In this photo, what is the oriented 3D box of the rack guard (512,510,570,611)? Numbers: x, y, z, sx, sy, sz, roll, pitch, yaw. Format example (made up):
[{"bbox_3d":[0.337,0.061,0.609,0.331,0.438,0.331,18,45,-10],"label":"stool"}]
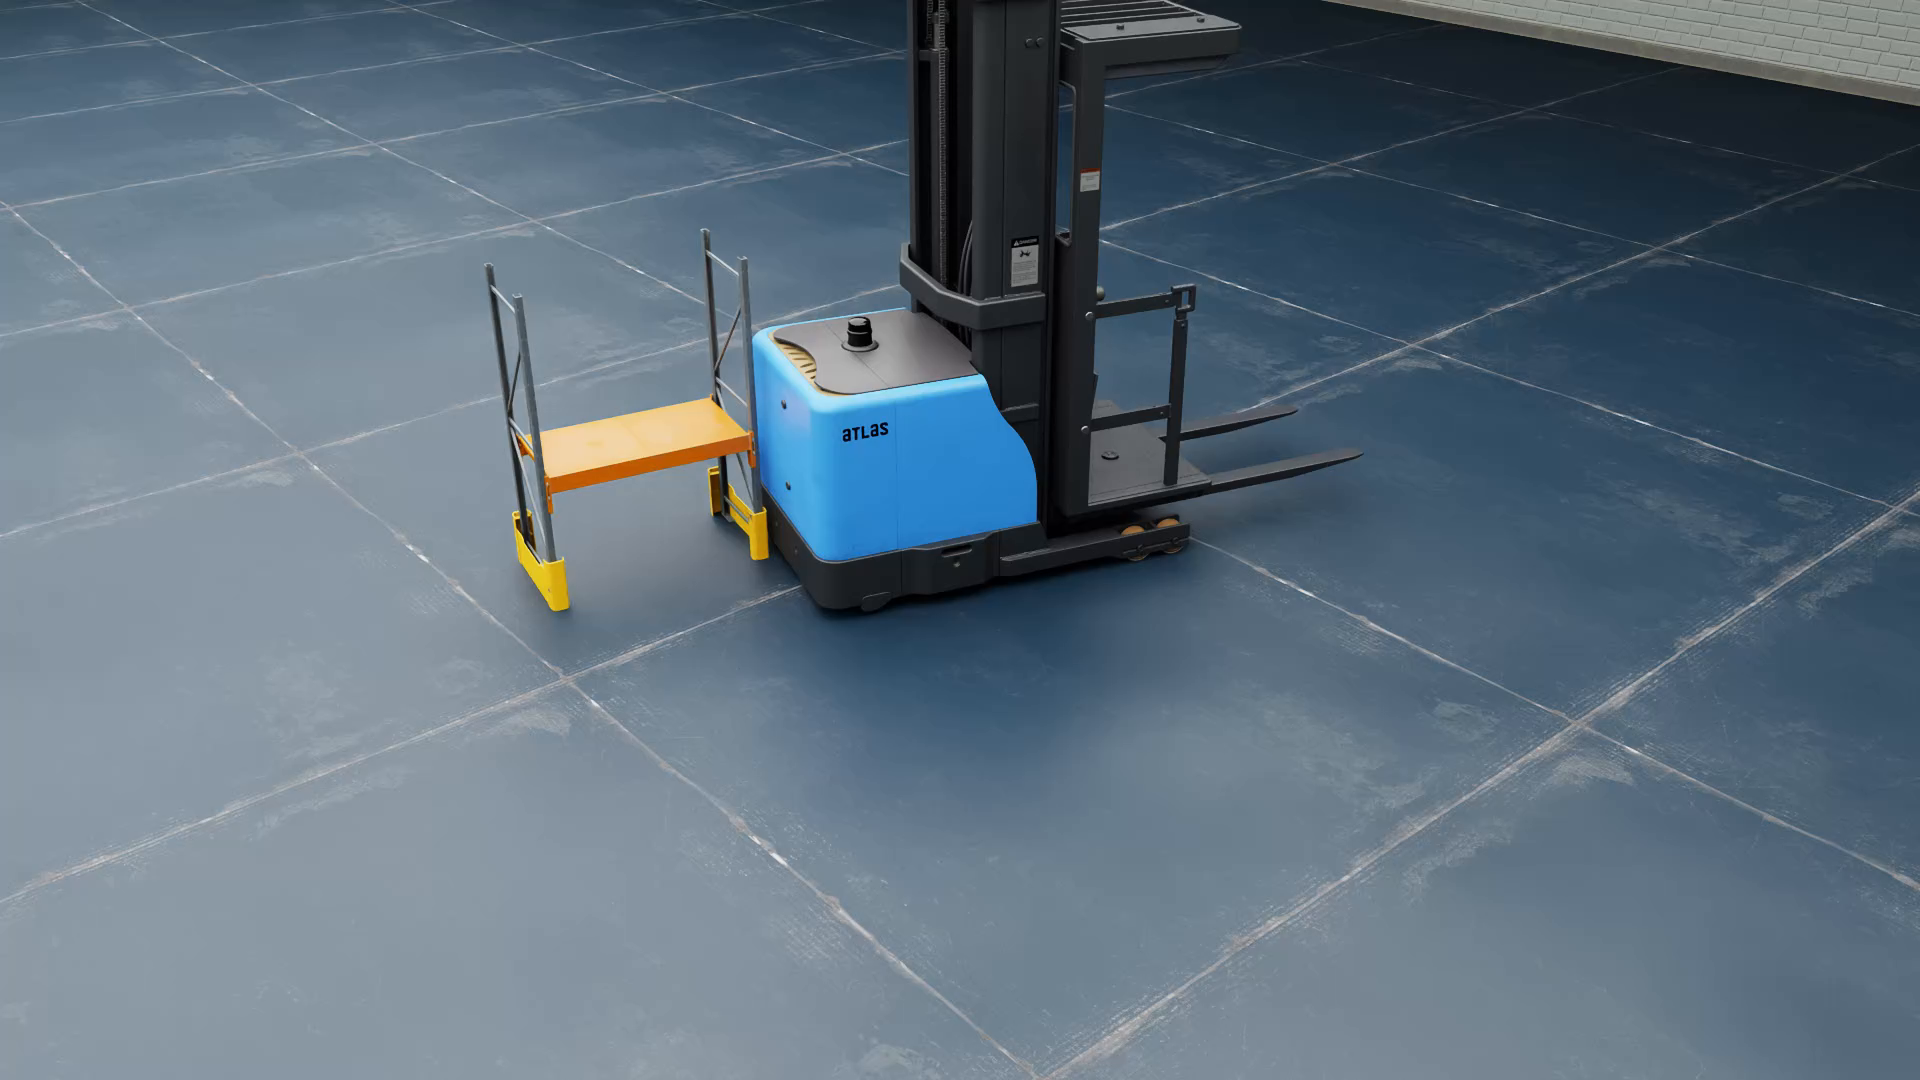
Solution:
[{"bbox_3d":[-1.971,0.091,7.815,0.087,0.250,0.587,-15,31,-25],"label":"rack guard"}]

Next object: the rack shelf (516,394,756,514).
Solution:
[{"bbox_3d":[-1.528,-0.418,7.822,1.000,0.185,0.538,-15,31,-25],"label":"rack shelf"}]

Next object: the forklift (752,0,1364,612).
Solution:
[{"bbox_3d":[0.572,-1.408,7.775,3.031,2.935,1.130,-11,30,-20],"label":"forklift"}]

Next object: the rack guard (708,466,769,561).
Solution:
[{"bbox_3d":[-1.100,-0.137,8.241,0.087,0.250,0.587,-15,31,-25],"label":"rack guard"}]

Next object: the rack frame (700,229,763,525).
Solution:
[{"bbox_3d":[-1.083,-0.693,7.955,0.032,1.500,0.500,-15,31,-25],"label":"rack frame"}]

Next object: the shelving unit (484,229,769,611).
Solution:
[{"bbox_3d":[-1.536,-0.574,7.734,1.083,1.500,0.587,-15,31,-25],"label":"shelving unit"}]

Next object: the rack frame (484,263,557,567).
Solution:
[{"bbox_3d":[-1.972,-0.460,7.520,0.032,1.500,0.500,-15,31,-25],"label":"rack frame"}]
